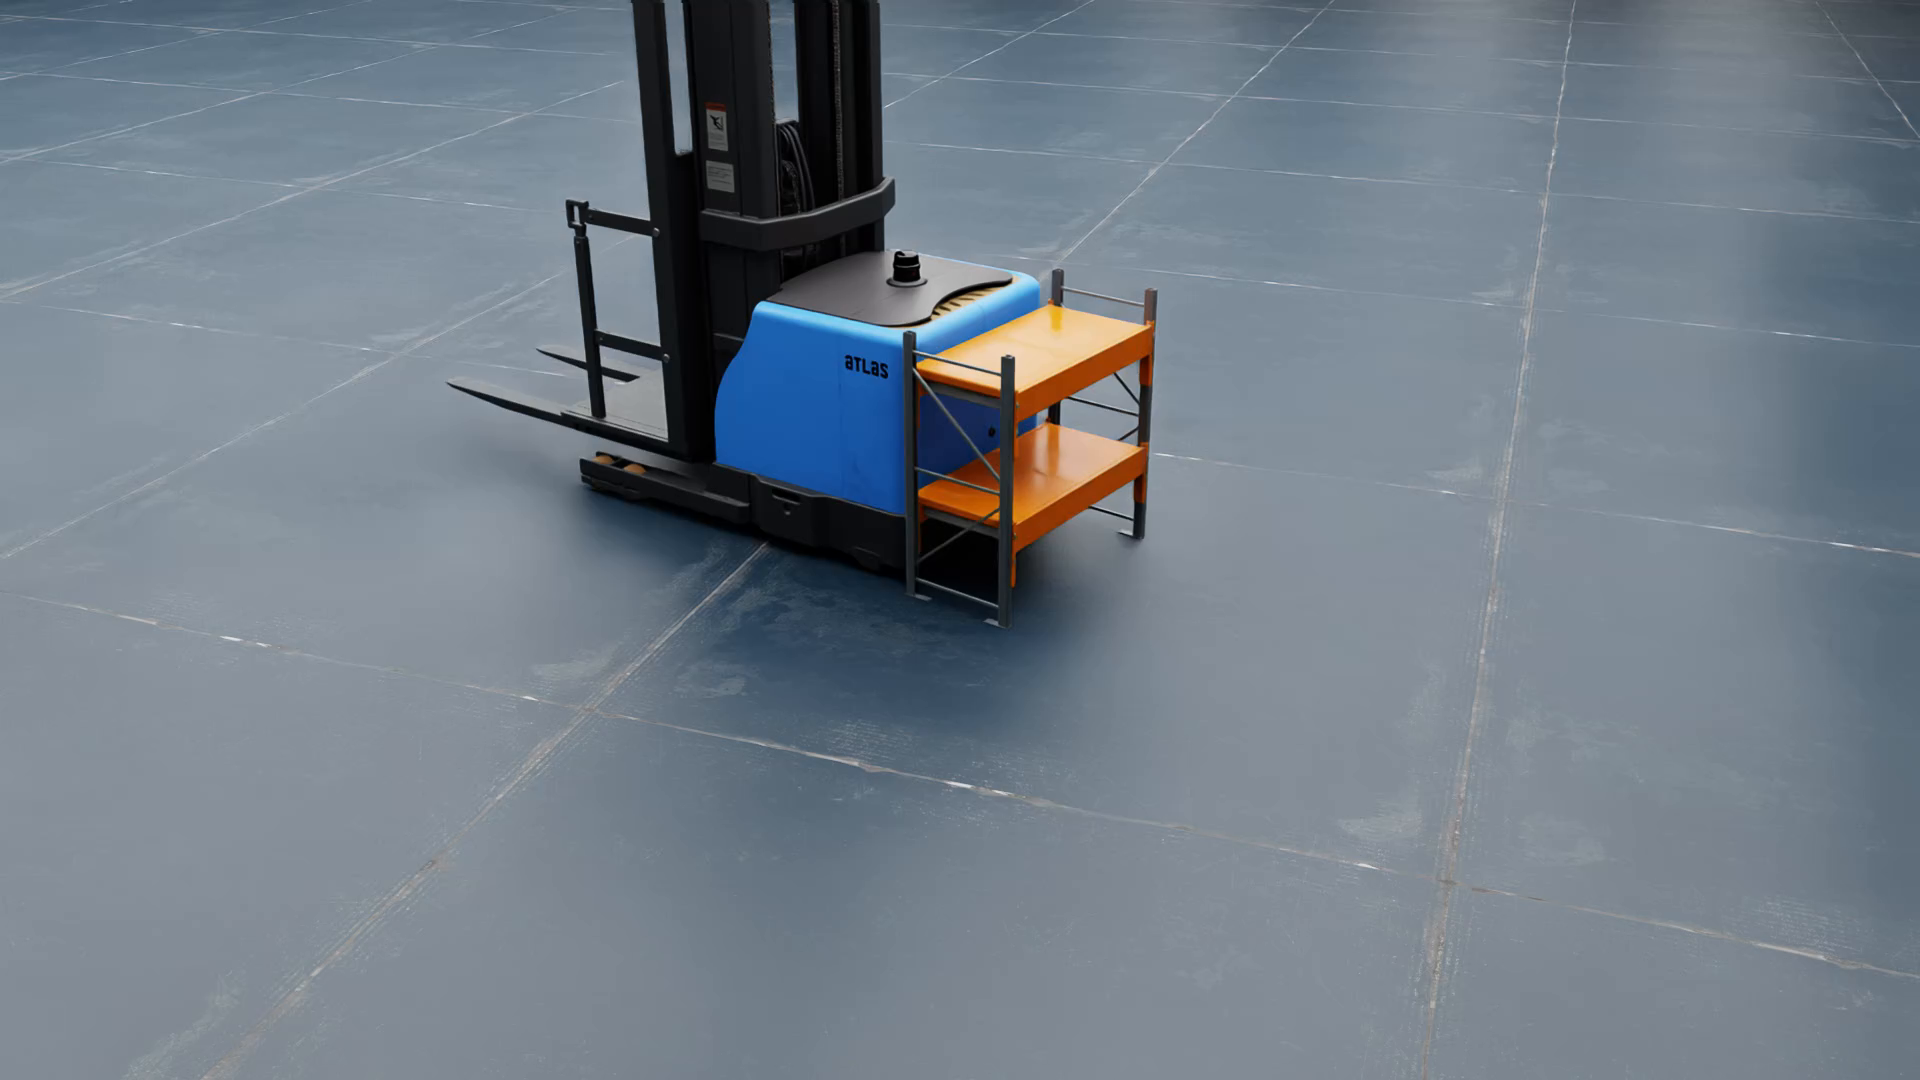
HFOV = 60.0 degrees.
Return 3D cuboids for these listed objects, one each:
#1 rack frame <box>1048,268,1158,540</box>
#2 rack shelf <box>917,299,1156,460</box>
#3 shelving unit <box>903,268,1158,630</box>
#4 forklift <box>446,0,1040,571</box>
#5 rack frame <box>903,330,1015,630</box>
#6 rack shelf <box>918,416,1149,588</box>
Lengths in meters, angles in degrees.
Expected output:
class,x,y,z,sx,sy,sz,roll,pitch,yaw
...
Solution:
class,x,y,z,sx,sy,sz,roll,pitch,yaw
rack frame,0.598,-0.578,7.153,0.500,1.125,0.032,18,31,32
rack shelf,0.295,-0.664,6.658,0.538,0.278,1.000,18,31,32
shelving unit,0.295,-0.400,6.786,0.538,1.125,1.048,18,31,32
forklift,-1.150,-1.671,7.339,3.031,2.935,1.130,16,30,30
rack frame,-0.008,-0.222,6.418,0.500,1.125,0.032,18,31,32
rack shelf,0.295,-0.180,6.892,0.538,0.278,1.000,18,31,32
